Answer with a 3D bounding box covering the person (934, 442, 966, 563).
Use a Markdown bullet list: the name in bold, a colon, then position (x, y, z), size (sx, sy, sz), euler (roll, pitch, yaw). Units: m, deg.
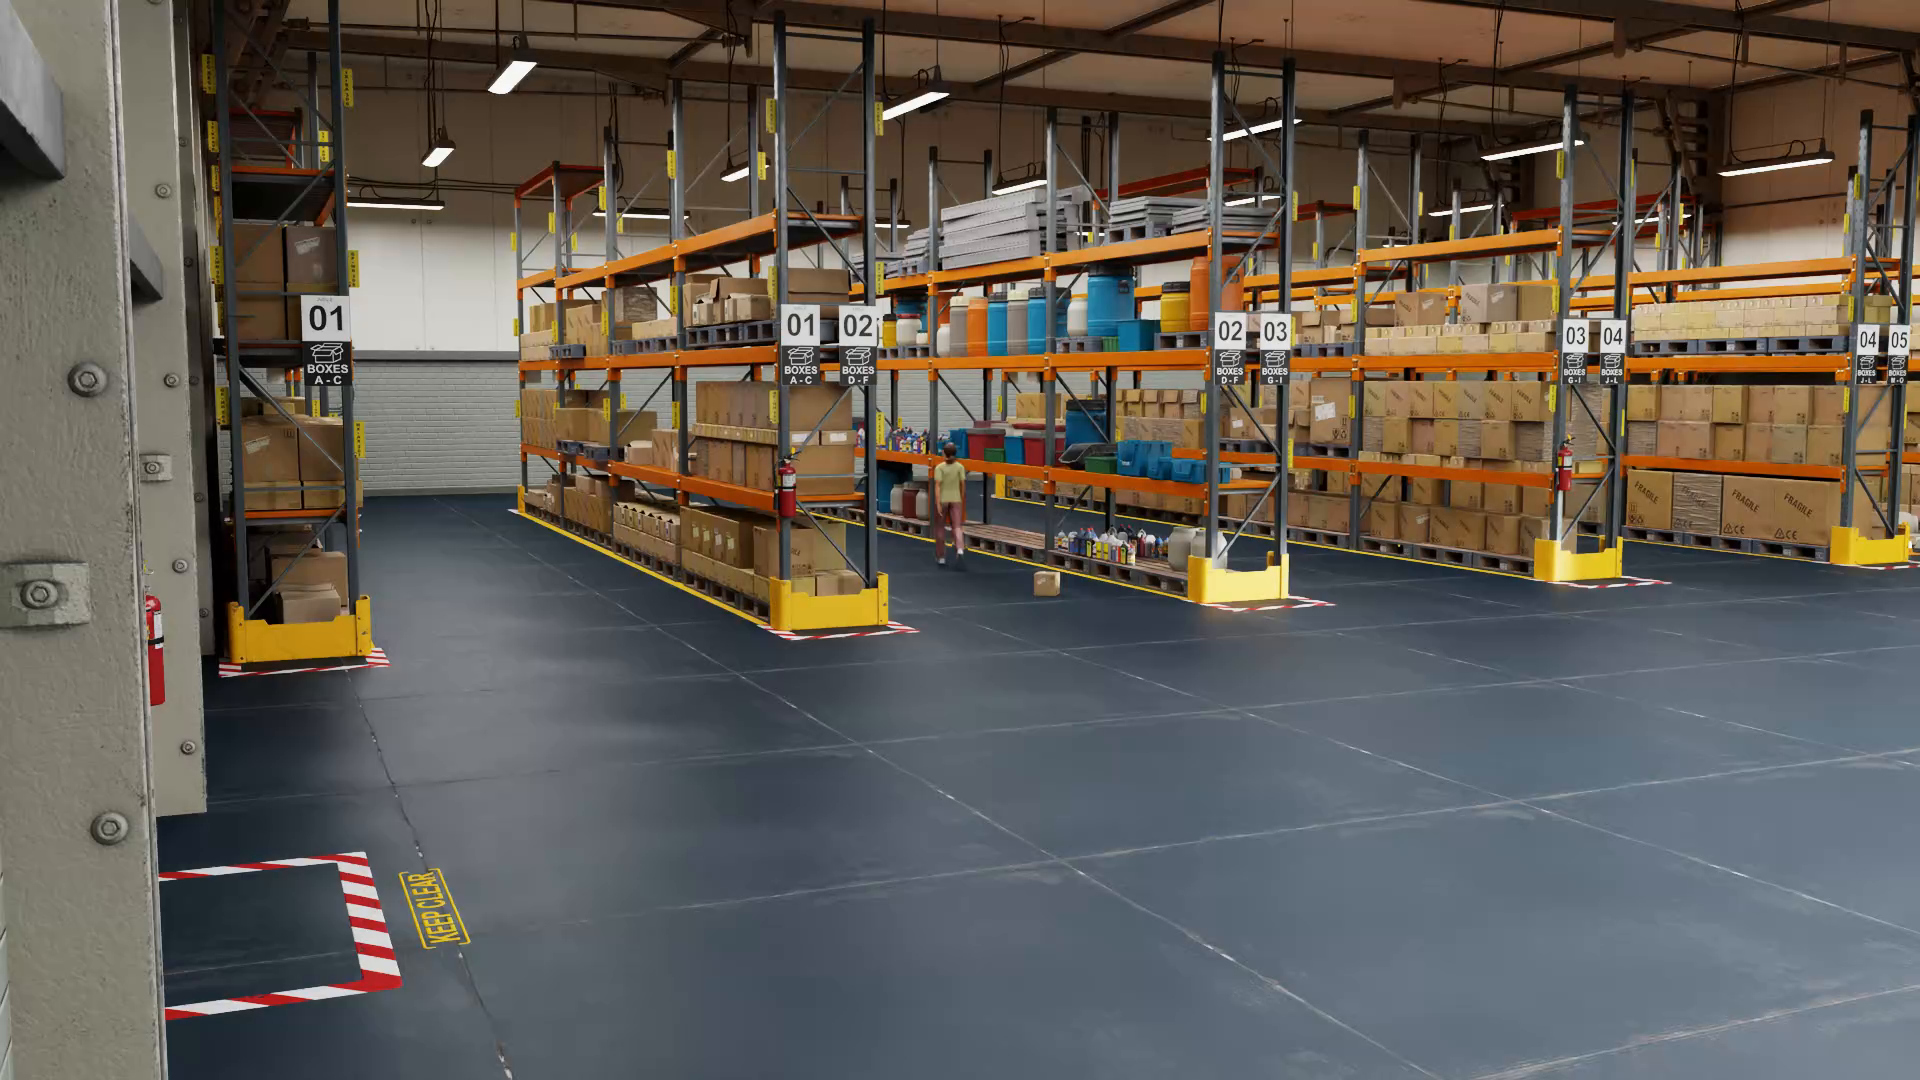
- **person**: position (-0.141, -0.477, 21.967), size (0.439, 1.619, 0.939), euler (-1, 6, -11)
